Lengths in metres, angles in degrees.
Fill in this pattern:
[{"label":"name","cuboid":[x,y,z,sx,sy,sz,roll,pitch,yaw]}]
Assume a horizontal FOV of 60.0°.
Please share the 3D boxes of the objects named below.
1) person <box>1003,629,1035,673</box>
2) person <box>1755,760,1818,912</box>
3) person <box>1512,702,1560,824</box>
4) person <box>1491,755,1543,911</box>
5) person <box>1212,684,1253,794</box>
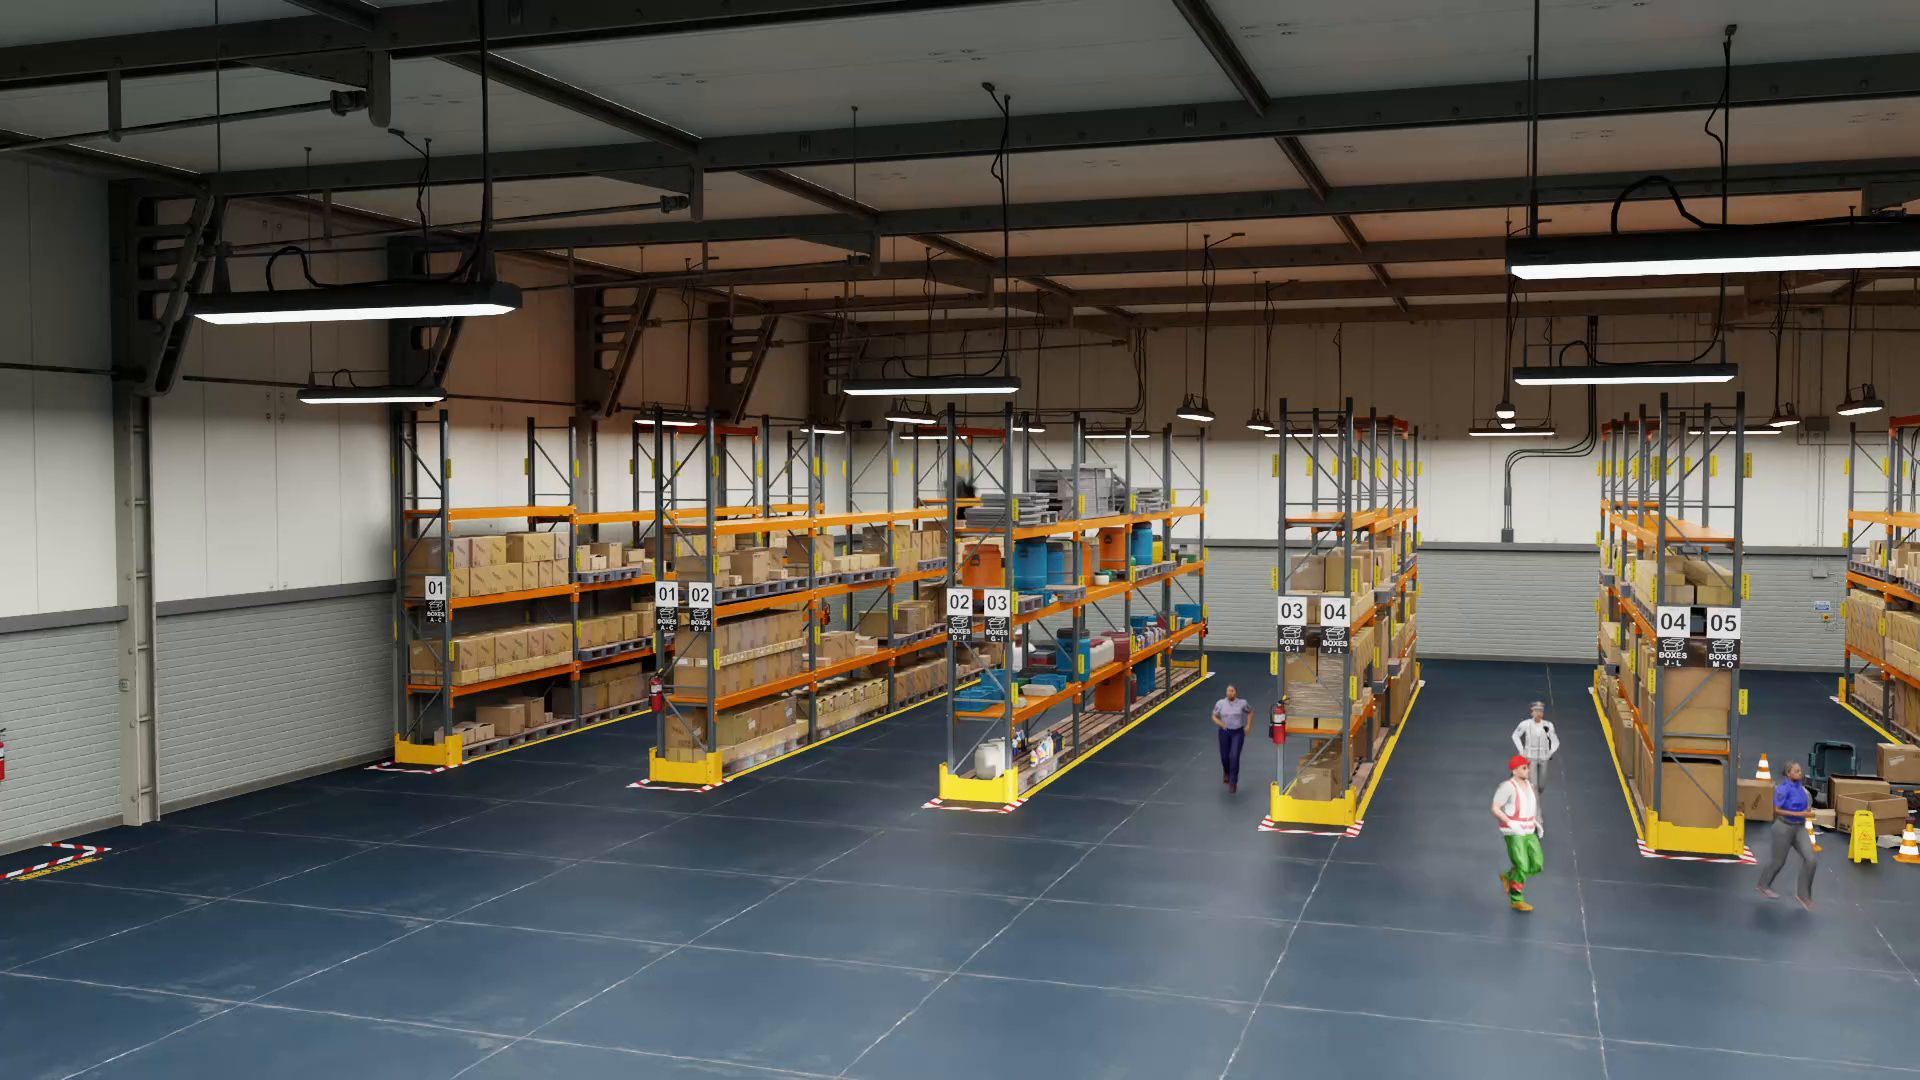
[{"label":"person","cuboid":[1.195,2.681,33.840,0.704,1.726,0.570,1,3,18]},{"label":"person","cuboid":[9.450,3.366,18.977,0.567,1.718,0.766,-1,3,-23]},{"label":"person","cuboid":[8.255,3.146,23.827,0.630,1.700,0.855,0,2,8]},{"label":"person","cuboid":[6.308,3.313,18.885,0.677,1.748,0.596,-1,3,-30]},{"label":"person","cuboid":[4.251,3.070,25.986,0.627,1.669,0.823,1,3,16]}]
